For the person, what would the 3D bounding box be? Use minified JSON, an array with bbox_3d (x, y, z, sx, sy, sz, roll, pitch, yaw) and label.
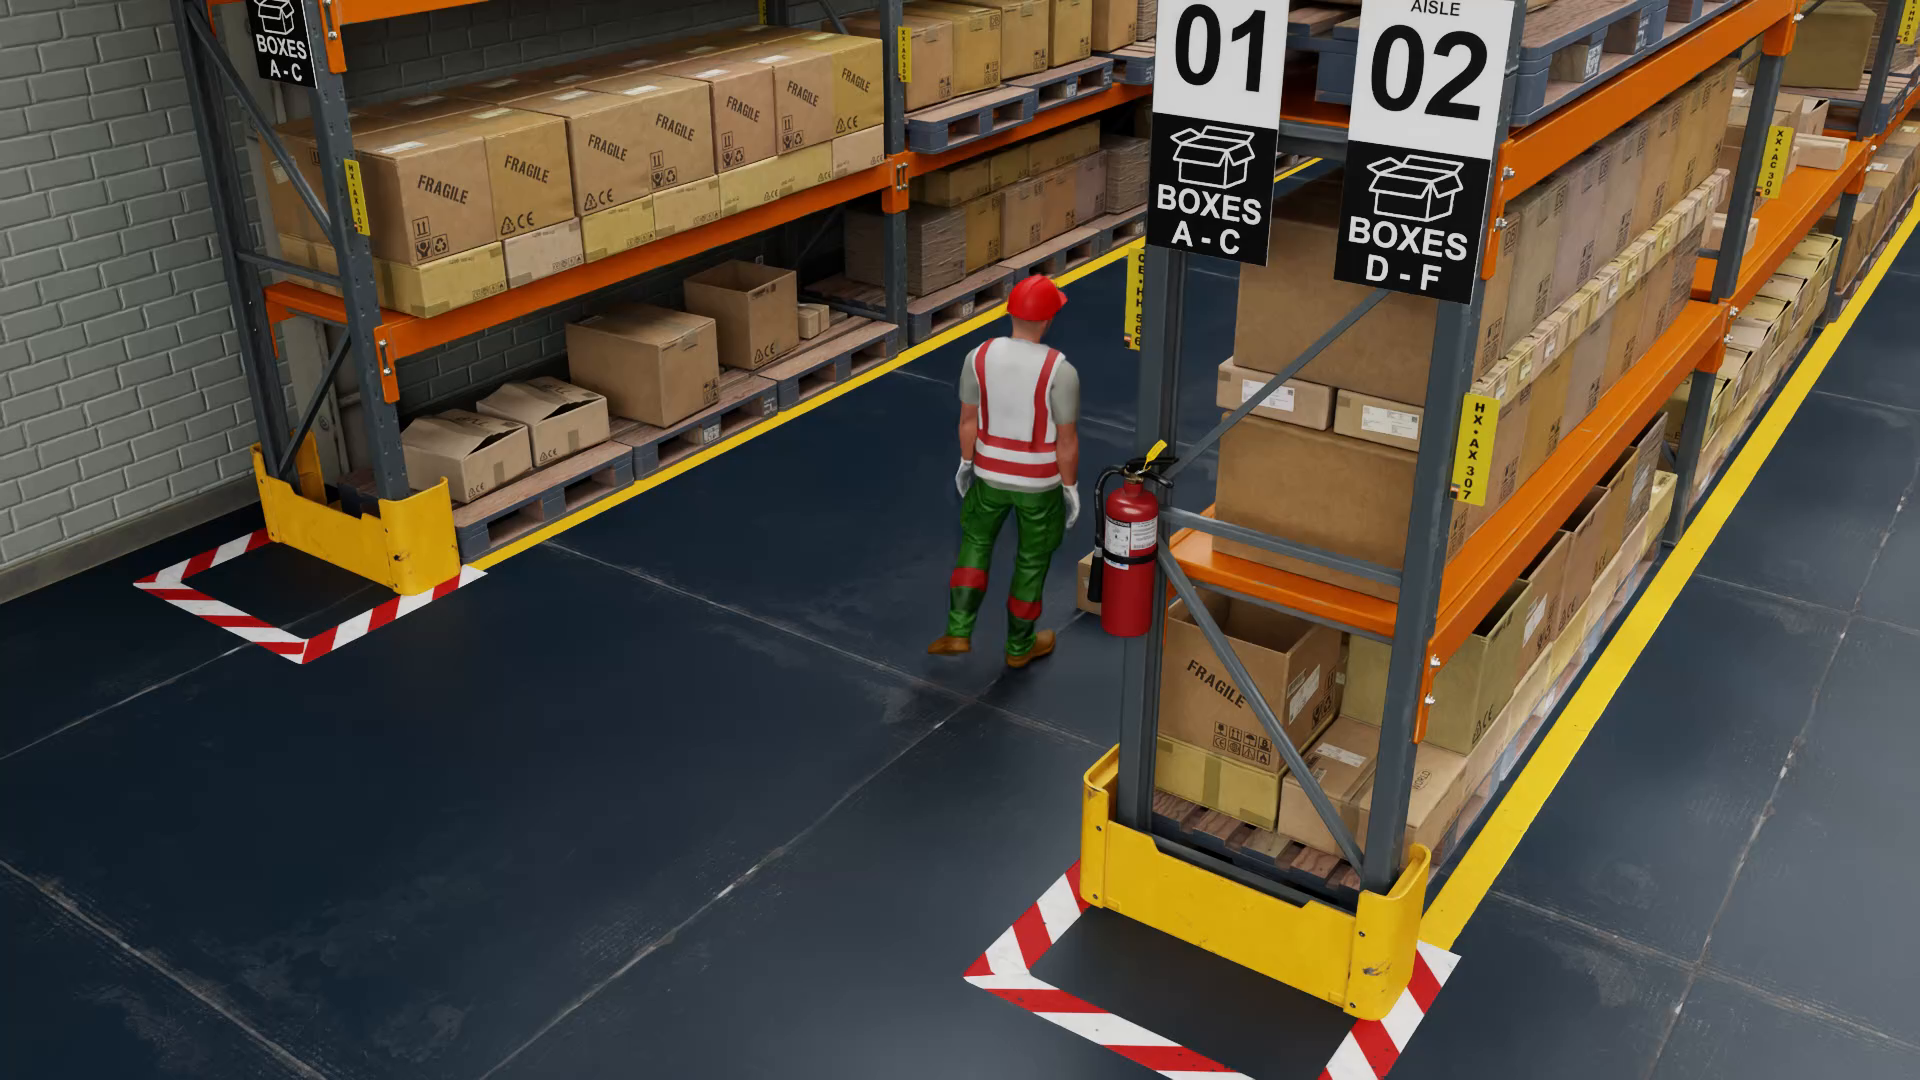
[{"bbox_3d":[0.204,-0.237,7.027,0.621,1.787,0.572,12,29,22],"label":"person"}]
